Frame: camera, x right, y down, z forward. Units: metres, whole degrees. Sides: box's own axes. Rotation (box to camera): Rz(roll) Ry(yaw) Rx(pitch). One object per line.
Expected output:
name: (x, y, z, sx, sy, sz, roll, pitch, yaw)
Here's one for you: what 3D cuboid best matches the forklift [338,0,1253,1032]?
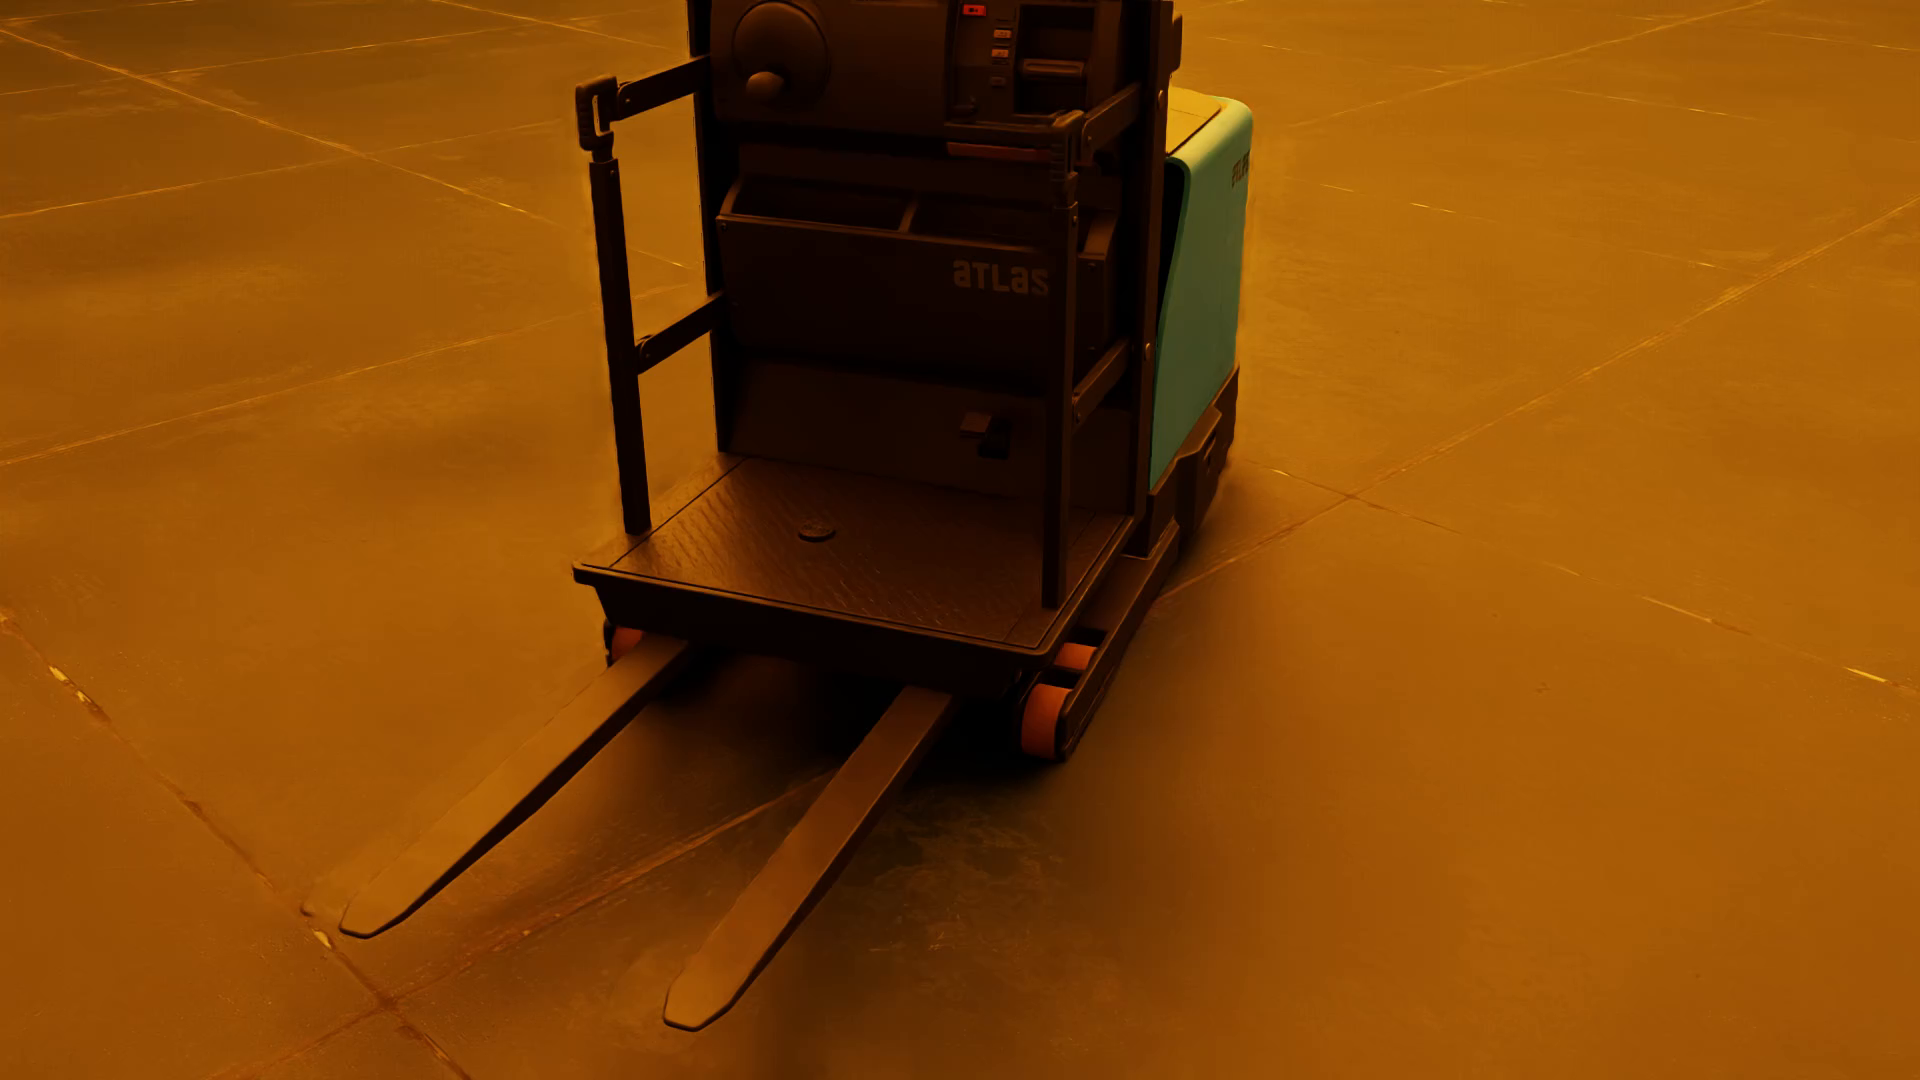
forklift: (-0.175, -1.047, 3.349, 1.130, 2.935, 3.031, 9, 28, 19)
